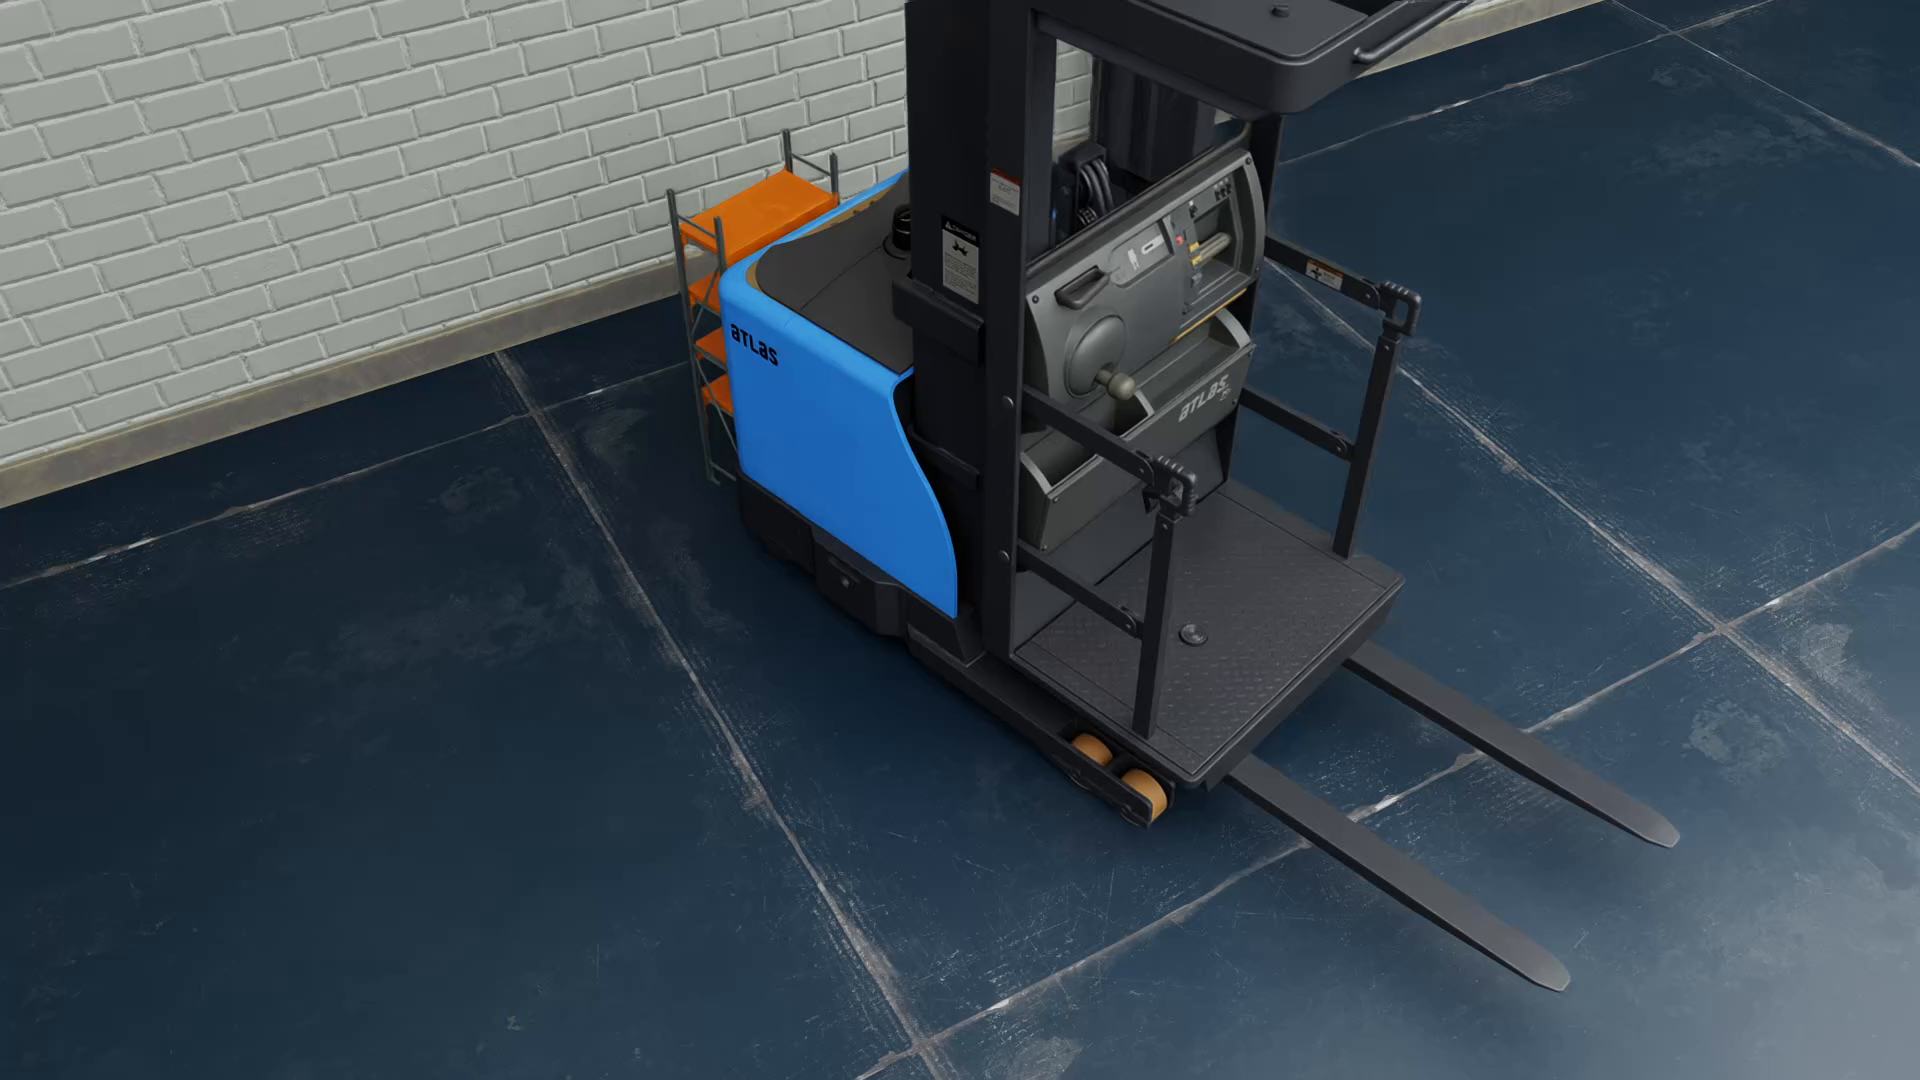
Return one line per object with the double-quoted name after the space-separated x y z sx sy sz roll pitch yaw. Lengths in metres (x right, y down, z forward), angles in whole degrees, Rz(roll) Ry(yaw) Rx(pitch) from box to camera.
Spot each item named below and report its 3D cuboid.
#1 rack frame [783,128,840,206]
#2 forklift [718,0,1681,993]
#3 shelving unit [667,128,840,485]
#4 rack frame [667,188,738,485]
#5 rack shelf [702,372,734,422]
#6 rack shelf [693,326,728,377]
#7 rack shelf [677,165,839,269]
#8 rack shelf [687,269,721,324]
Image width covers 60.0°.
-0.484 -0.849 5.763 0.240 1.200 0.015 33 53 29 "rack frame"
0.662 -0.630 4.294 3.031 2.935 1.130 33 53 30 "forklift"
-0.650 -0.724 5.635 0.258 1.200 0.503 33 53 29 "shelving unit"
-0.815 -0.599 5.506 0.240 1.200 0.015 33 53 29 "rack frame"
-0.650 -0.533 5.820 0.258 0.148 0.480 33 53 29 "rack shelf"
-0.650 -0.676 5.681 0.258 0.148 0.480 33 53 29 "rack shelf"
-0.650 -1.006 5.361 0.258 0.148 0.480 33 53 29 "rack shelf"
-0.650 -0.836 5.526 0.258 0.148 0.480 33 53 29 "rack shelf"
